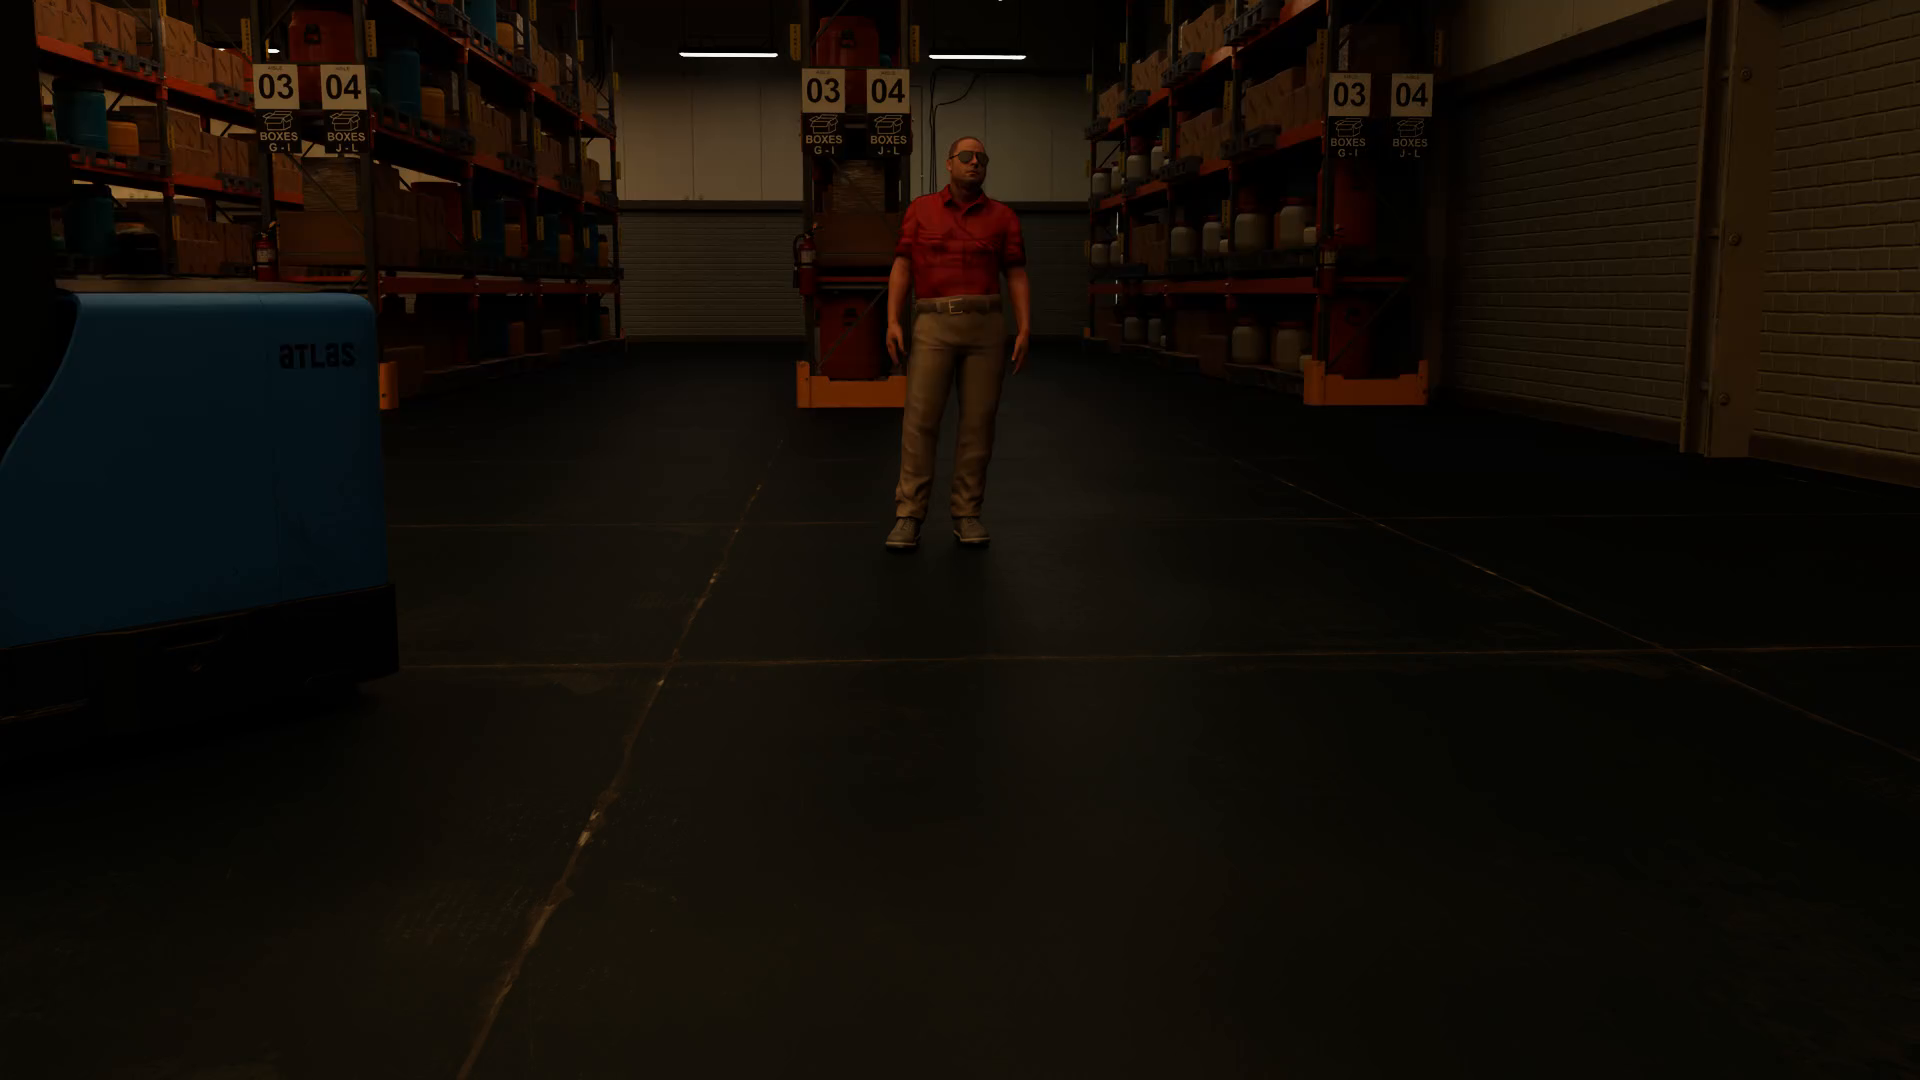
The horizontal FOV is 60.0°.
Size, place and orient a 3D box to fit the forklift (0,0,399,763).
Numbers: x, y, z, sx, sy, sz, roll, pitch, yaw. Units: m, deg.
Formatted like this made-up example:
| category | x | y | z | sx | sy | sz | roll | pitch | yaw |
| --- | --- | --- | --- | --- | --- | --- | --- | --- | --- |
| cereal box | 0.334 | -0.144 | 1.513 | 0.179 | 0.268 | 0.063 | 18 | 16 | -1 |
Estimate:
| category | x | y | z | sx | sy | sz | roll | pitch | yaw |
| --- | --- | --- | --- | --- | --- | --- | --- | --- | --- |
| forklift | -2.773 | -0.894 | 3.348 | 1.130 | 2.935 | 3.031 | 6 | 10 | 35 |

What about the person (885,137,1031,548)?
| category | x | y | z | sx | sy | sz | roll | pitch | yaw |
| --- | --- | --- | --- | --- | --- | --- | --- | --- | --- |
| person | -0.006 | -0.849 | 7.092 | 0.642 | 1.727 | 0.550 | -1 | 8 | -4 |
